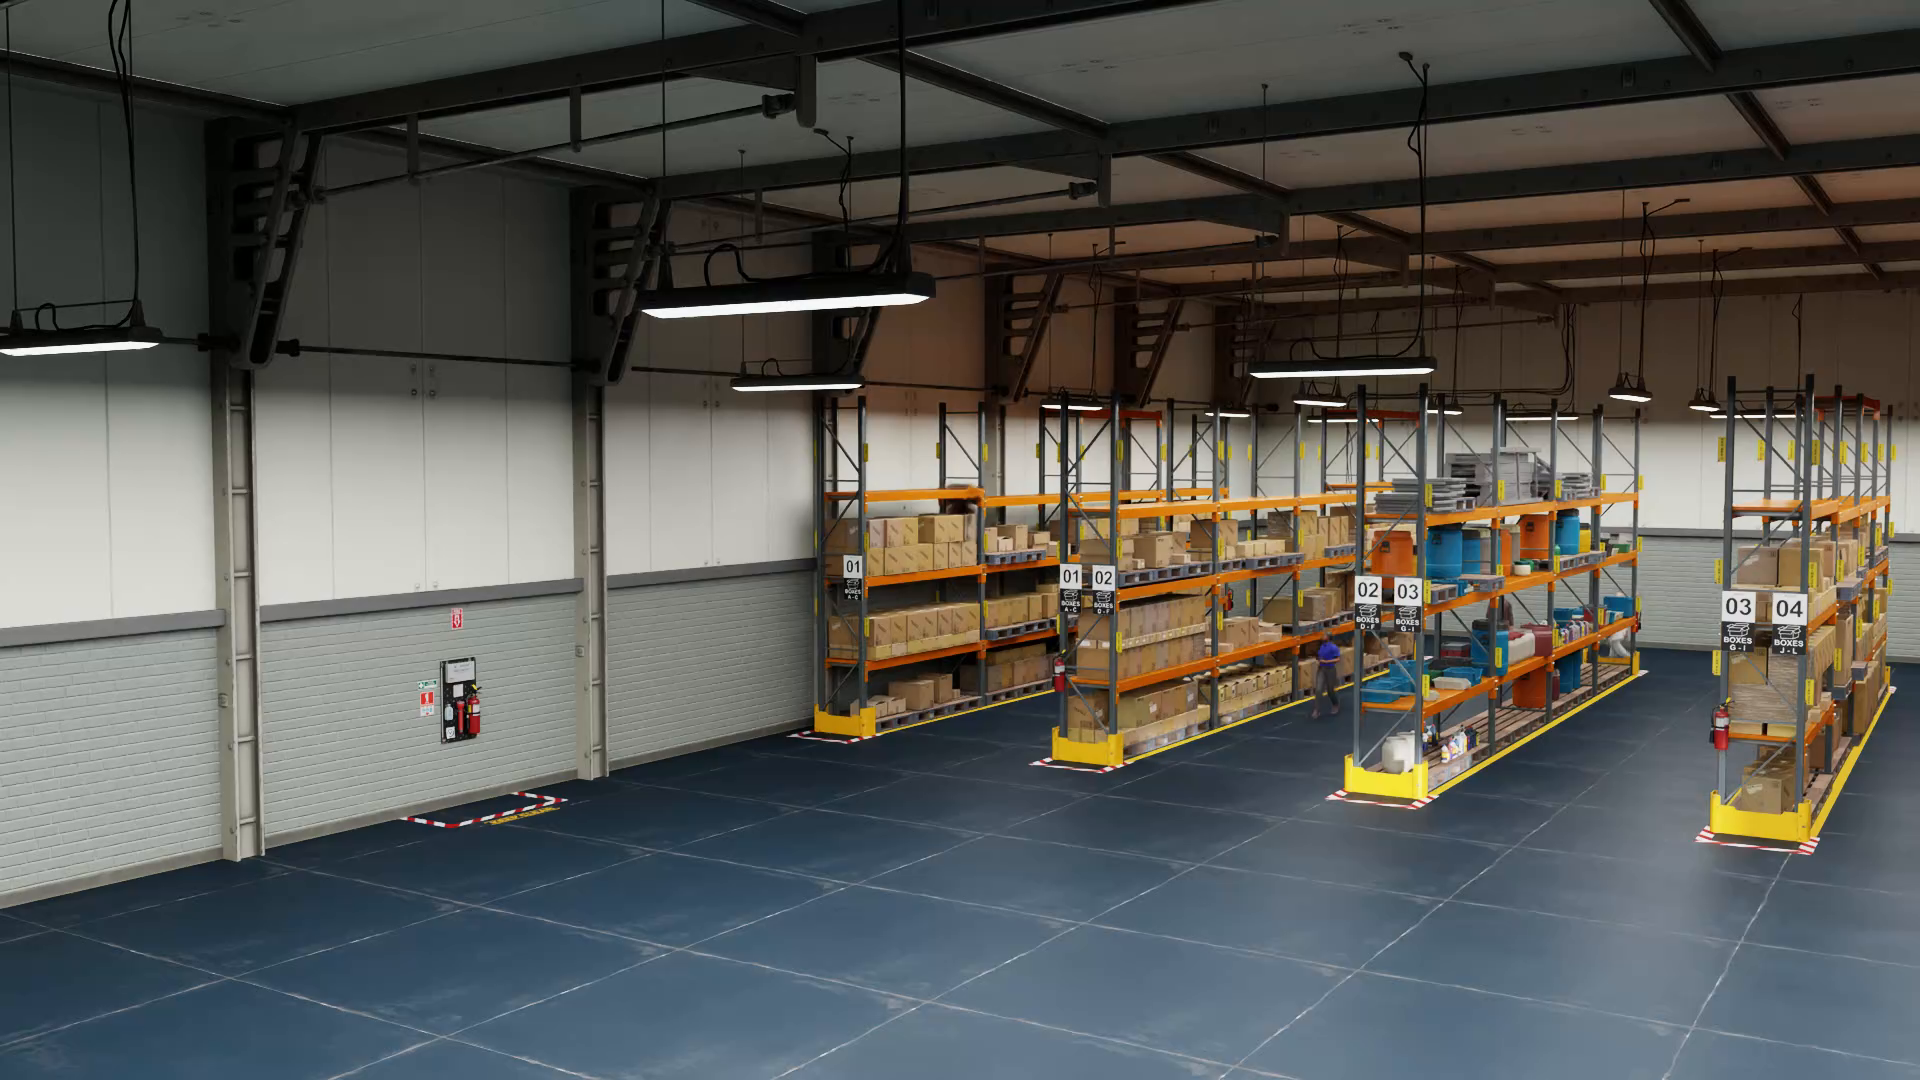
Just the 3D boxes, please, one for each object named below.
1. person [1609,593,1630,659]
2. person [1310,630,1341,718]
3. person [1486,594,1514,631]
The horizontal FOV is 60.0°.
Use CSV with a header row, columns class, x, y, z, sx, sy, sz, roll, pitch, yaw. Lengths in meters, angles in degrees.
class,x,y,z,sx,sy,sz,roll,pitch,yaw
person,15.366,2.099,38.795,0.660,1.744,1.117,-1,3,-22
person,6.935,2.511,31.340,0.528,1.617,0.976,2,4,34
person,12.755,2.053,39.286,0.686,1.789,0.470,0,3,2
